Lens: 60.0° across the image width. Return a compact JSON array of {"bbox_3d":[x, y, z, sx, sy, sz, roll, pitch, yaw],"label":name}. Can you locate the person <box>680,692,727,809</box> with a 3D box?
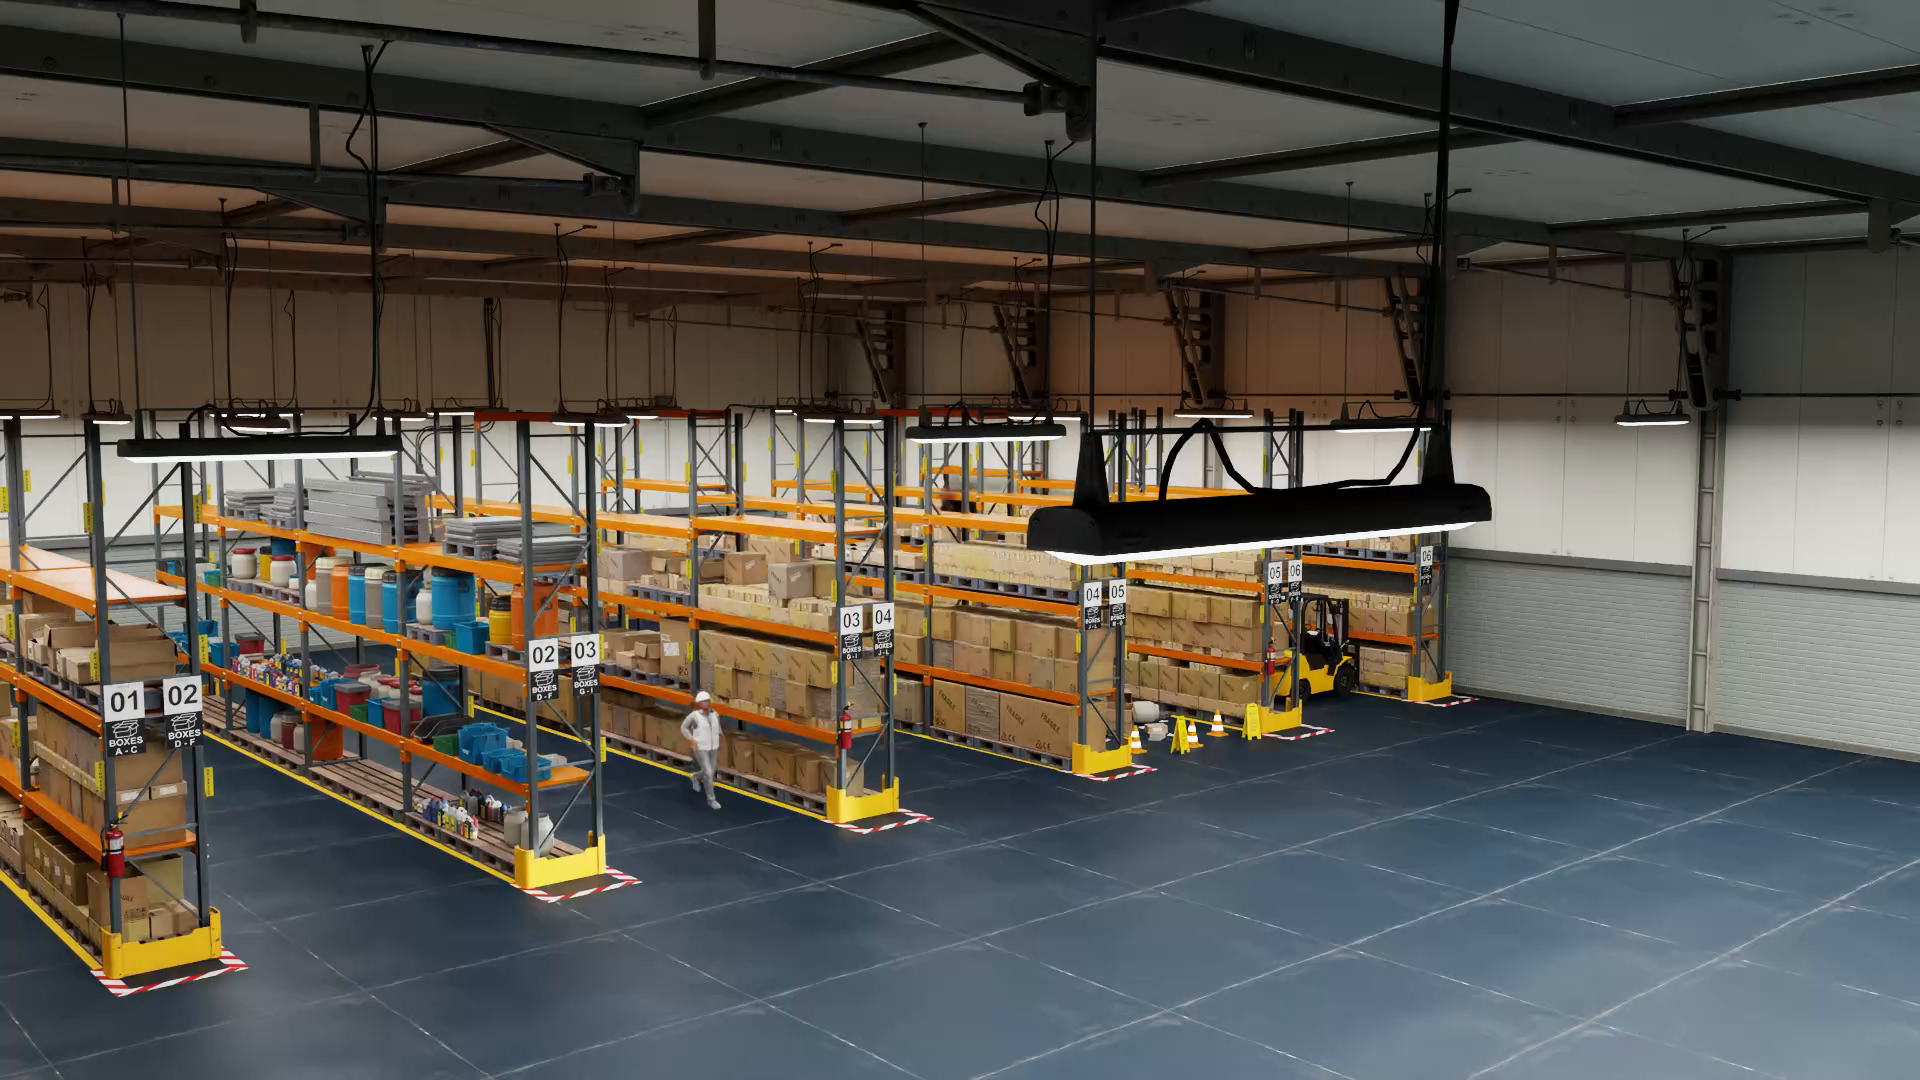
[{"bbox_3d":[-3.954,3.214,25.651,0.659,1.771,0.868,-5,7,-44],"label":"person"}]
